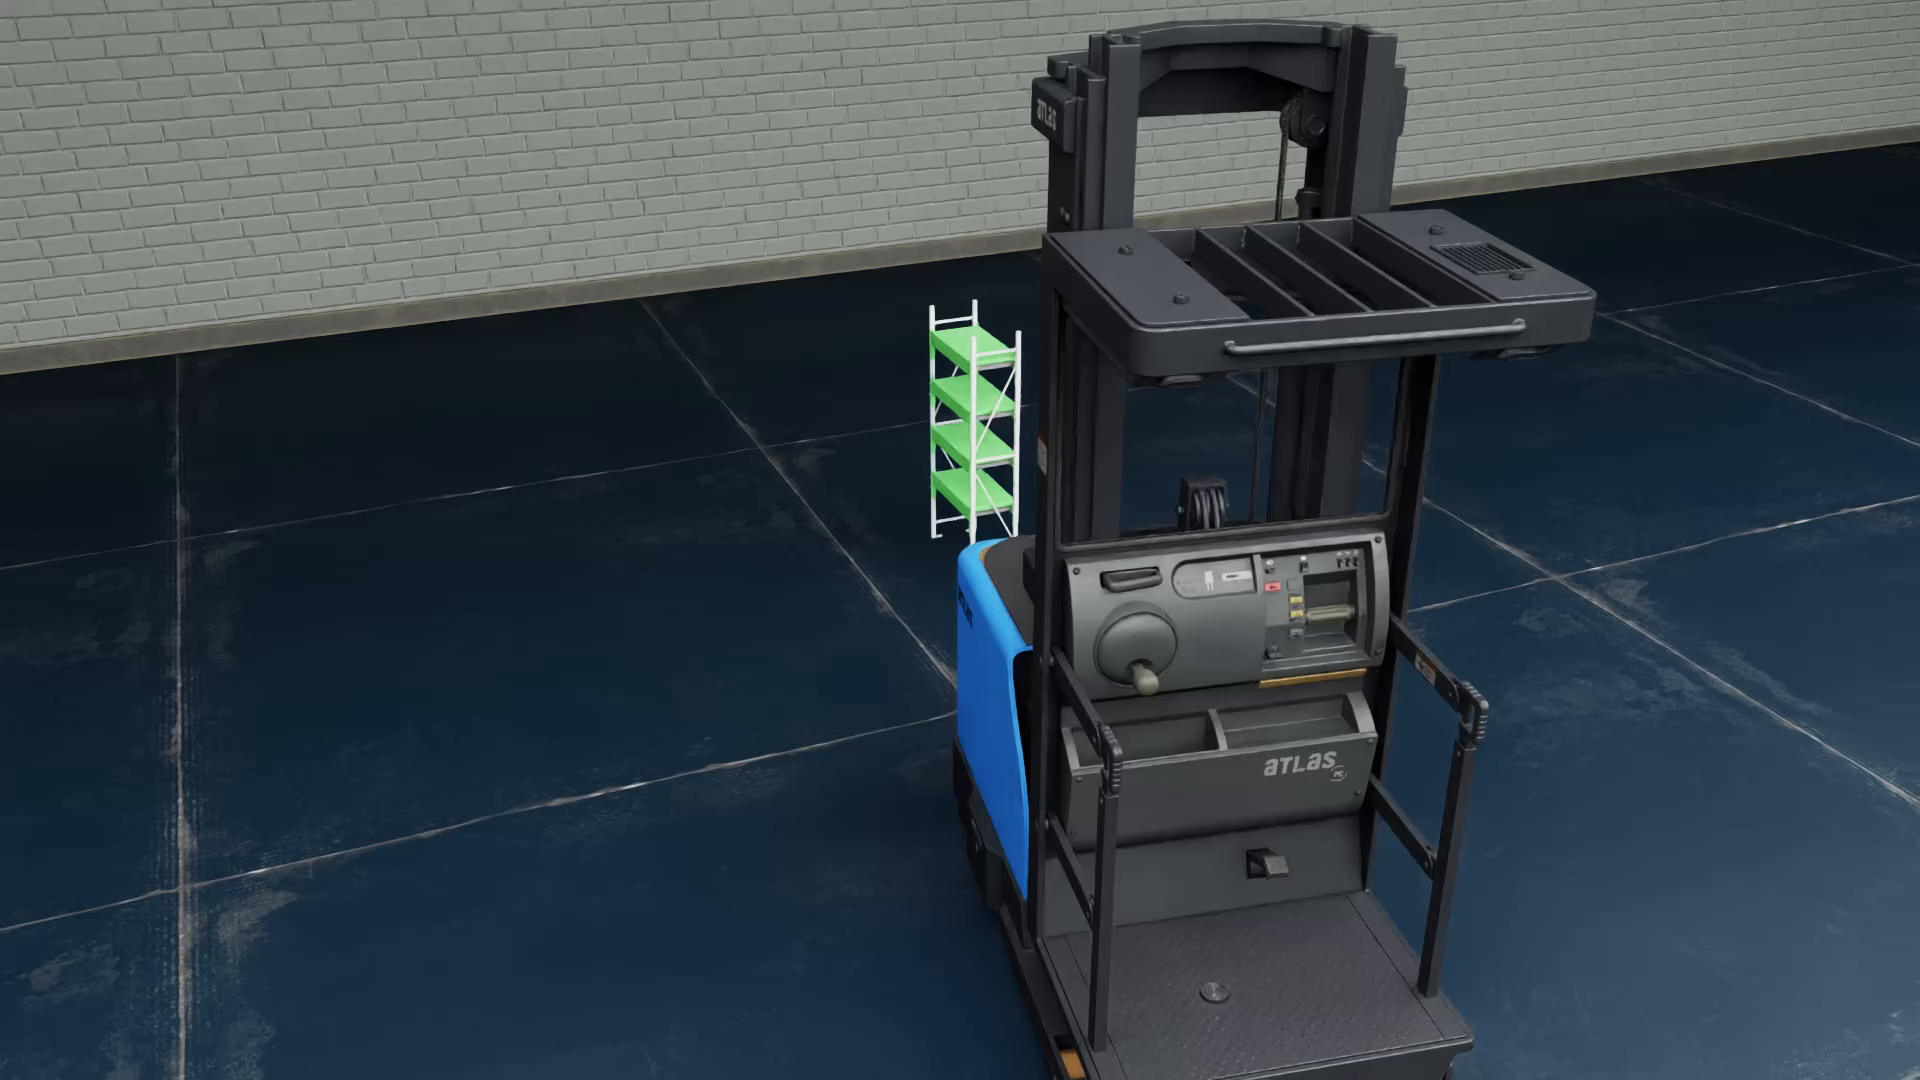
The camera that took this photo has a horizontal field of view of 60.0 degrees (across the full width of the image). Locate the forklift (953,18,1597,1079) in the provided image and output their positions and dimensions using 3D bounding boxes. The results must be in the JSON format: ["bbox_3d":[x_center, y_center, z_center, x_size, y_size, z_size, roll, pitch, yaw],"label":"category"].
[{"bbox_3d":[0.799,0.237,4.425,1.130,2.935,3.031,-6,27,-11],"label":"forklift"}]

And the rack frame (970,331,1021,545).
[{"bbox_3d":[0.160,-0.374,7.648,0.240,1.200,0.015,-11,28,-21],"label":"rack frame"}]

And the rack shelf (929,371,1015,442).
[{"bbox_3d":[0.065,-0.631,7.773,0.258,0.148,0.480,-11,28,-21],"label":"rack shelf"}]

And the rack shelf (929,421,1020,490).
[{"bbox_3d":[0.065,-0.415,7.878,0.258,0.148,0.480,-11,28,-21],"label":"rack shelf"}]

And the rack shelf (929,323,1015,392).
[{"bbox_3d":[0.065,-0.846,7.667,0.258,0.148,0.480,-11,28,-21],"label":"rack shelf"}]

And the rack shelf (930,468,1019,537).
[{"bbox_3d":[0.065,-0.199,7.983,0.258,0.148,0.480,-11,28,-21],"label":"rack shelf"}]

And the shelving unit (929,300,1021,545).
[{"bbox_3d":[0.065,-0.472,7.850,0.258,1.200,0.503,-11,28,-21],"label":"shelving unit"}]

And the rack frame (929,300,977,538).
[{"bbox_3d":[-0.031,-0.571,8.052,0.240,1.200,0.015,-11,28,-21],"label":"rack frame"}]
